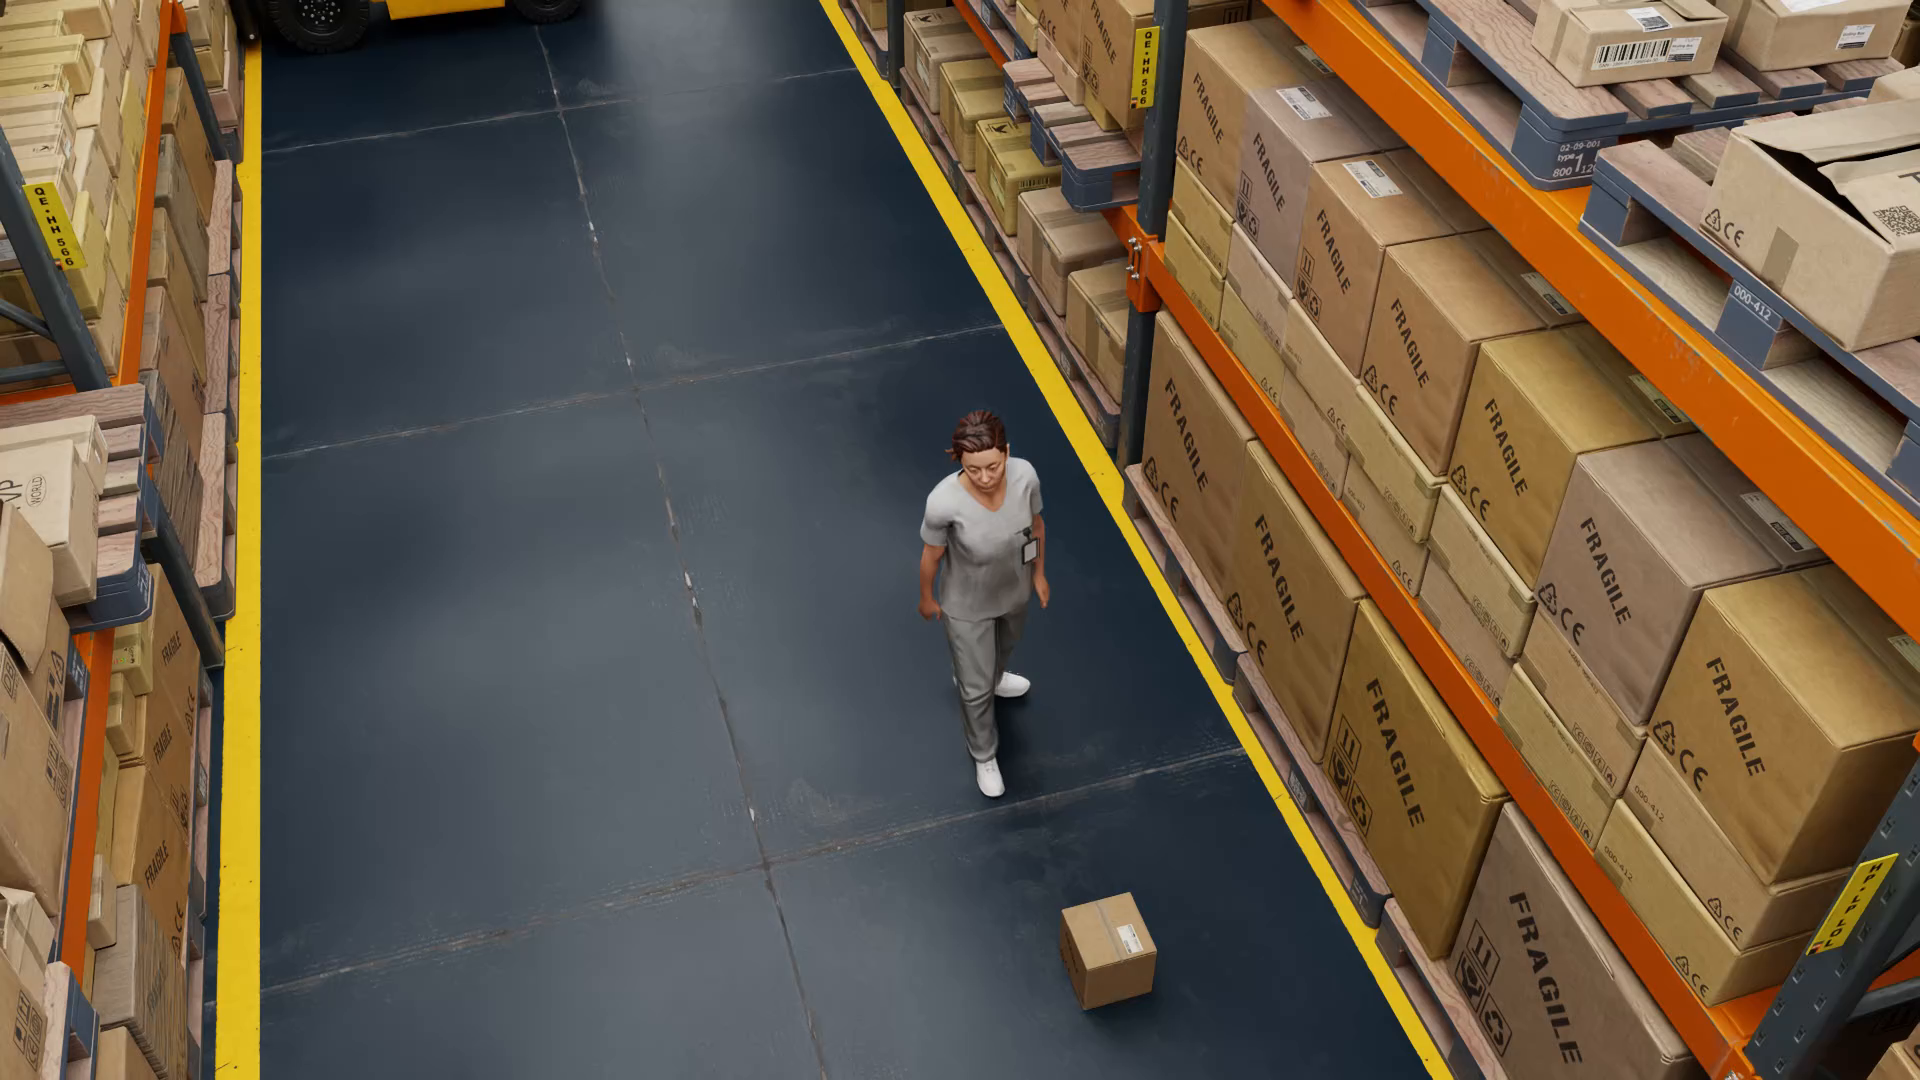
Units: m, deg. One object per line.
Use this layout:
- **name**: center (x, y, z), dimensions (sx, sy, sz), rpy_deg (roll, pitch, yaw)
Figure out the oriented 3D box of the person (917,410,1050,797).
- **person**: center (0.103, 0.156, 5.989), dimensions (0.527, 1.669, 0.600), rpy_deg (-22, 47, -22)
